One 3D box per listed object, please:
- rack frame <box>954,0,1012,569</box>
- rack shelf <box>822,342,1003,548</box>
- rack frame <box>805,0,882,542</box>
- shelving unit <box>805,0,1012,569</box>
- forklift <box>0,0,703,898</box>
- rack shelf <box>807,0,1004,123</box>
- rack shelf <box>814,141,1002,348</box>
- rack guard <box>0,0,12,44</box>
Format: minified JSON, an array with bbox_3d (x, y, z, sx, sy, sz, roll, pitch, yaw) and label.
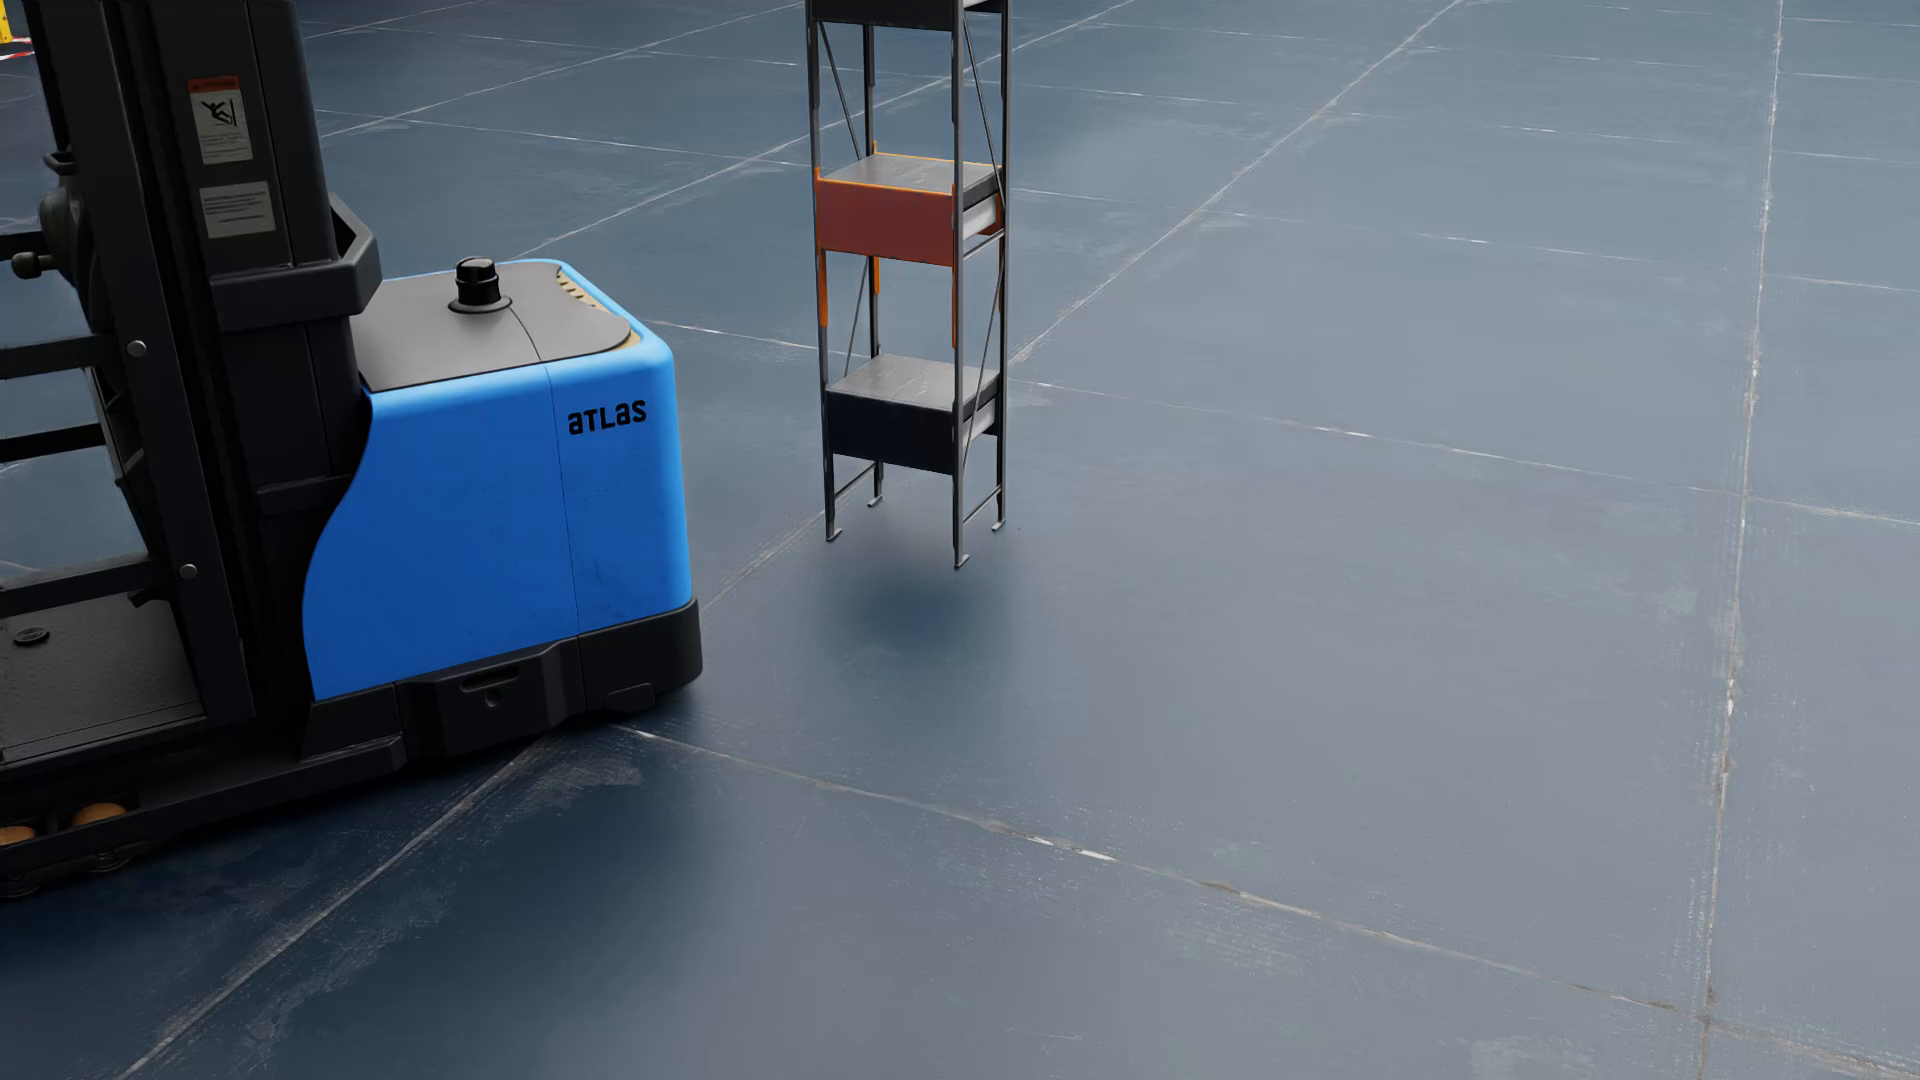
[{"bbox_3d":[0.071,-0.928,5.257,0.015,2.100,0.400,11,28,22],"label":"rack frame"},{"bbox_3d":[-0.151,-0.332,5.663,0.480,0.518,0.431,11,28,22],"label":"rack shelf"},{"bbox_3d":[-0.373,-1.017,5.438,0.015,2.100,0.400,11,28,22],"label":"rack frame"},{"bbox_3d":[-0.151,-0.972,5.348,0.503,2.100,0.431,11,28,22],"label":"shelving unit"},{"bbox_3d":[-2.281,-0.722,3.898,3.031,2.935,1.130,-14,30,-27],"label":"forklift"},{"bbox_3d":[-0.151,-1.588,5.045,0.480,0.518,0.431,11,28,22],"label":"rack shelf"},{"bbox_3d":[-0.151,-0.960,5.354,0.480,0.518,0.431,11,28,22],"label":"rack shelf"},{"bbox_3d":[-8.754,-4.437,14.195,0.348,0.500,1.175,11,28,22],"label":"rack guard"}]
